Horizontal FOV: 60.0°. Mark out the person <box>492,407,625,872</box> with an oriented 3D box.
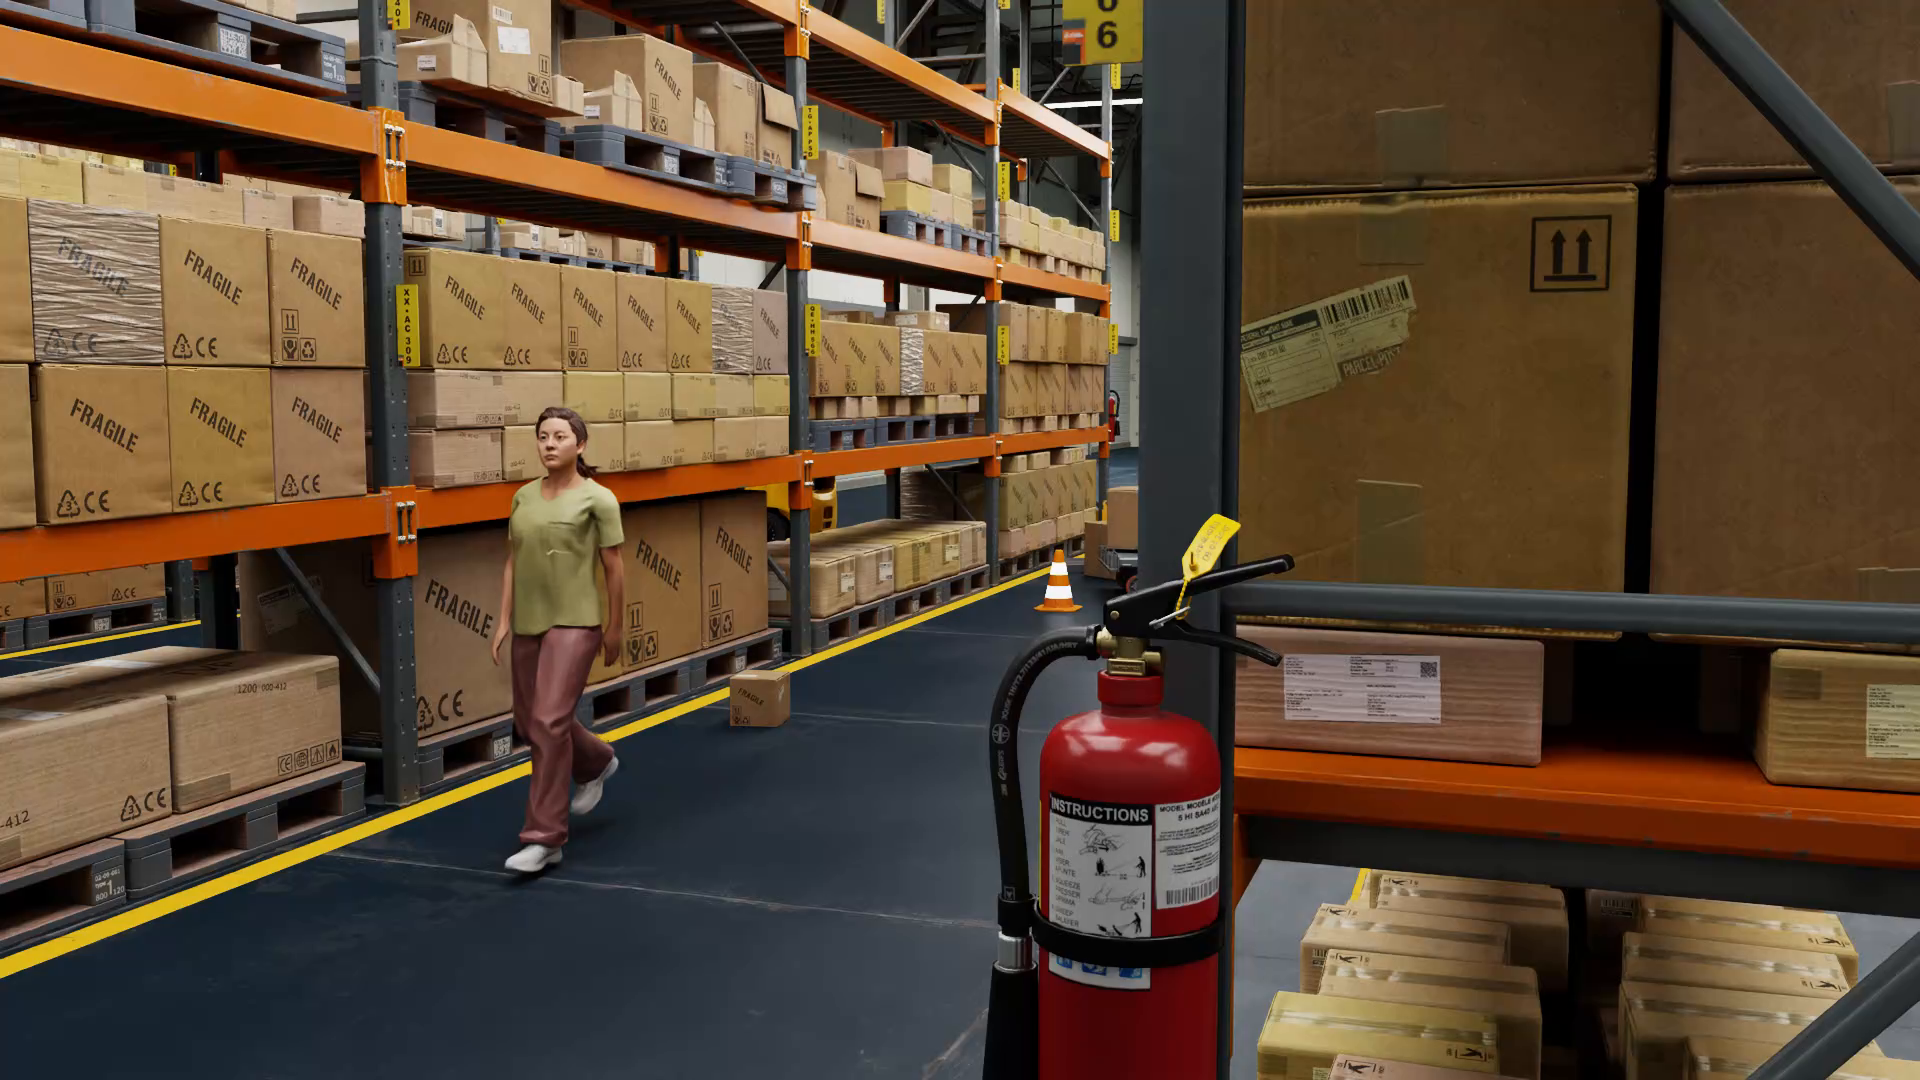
[{"bbox_3d":[-1.473,0.453,6.153,0.436,1.377,0.898,2,6,20],"label":"person"}]
